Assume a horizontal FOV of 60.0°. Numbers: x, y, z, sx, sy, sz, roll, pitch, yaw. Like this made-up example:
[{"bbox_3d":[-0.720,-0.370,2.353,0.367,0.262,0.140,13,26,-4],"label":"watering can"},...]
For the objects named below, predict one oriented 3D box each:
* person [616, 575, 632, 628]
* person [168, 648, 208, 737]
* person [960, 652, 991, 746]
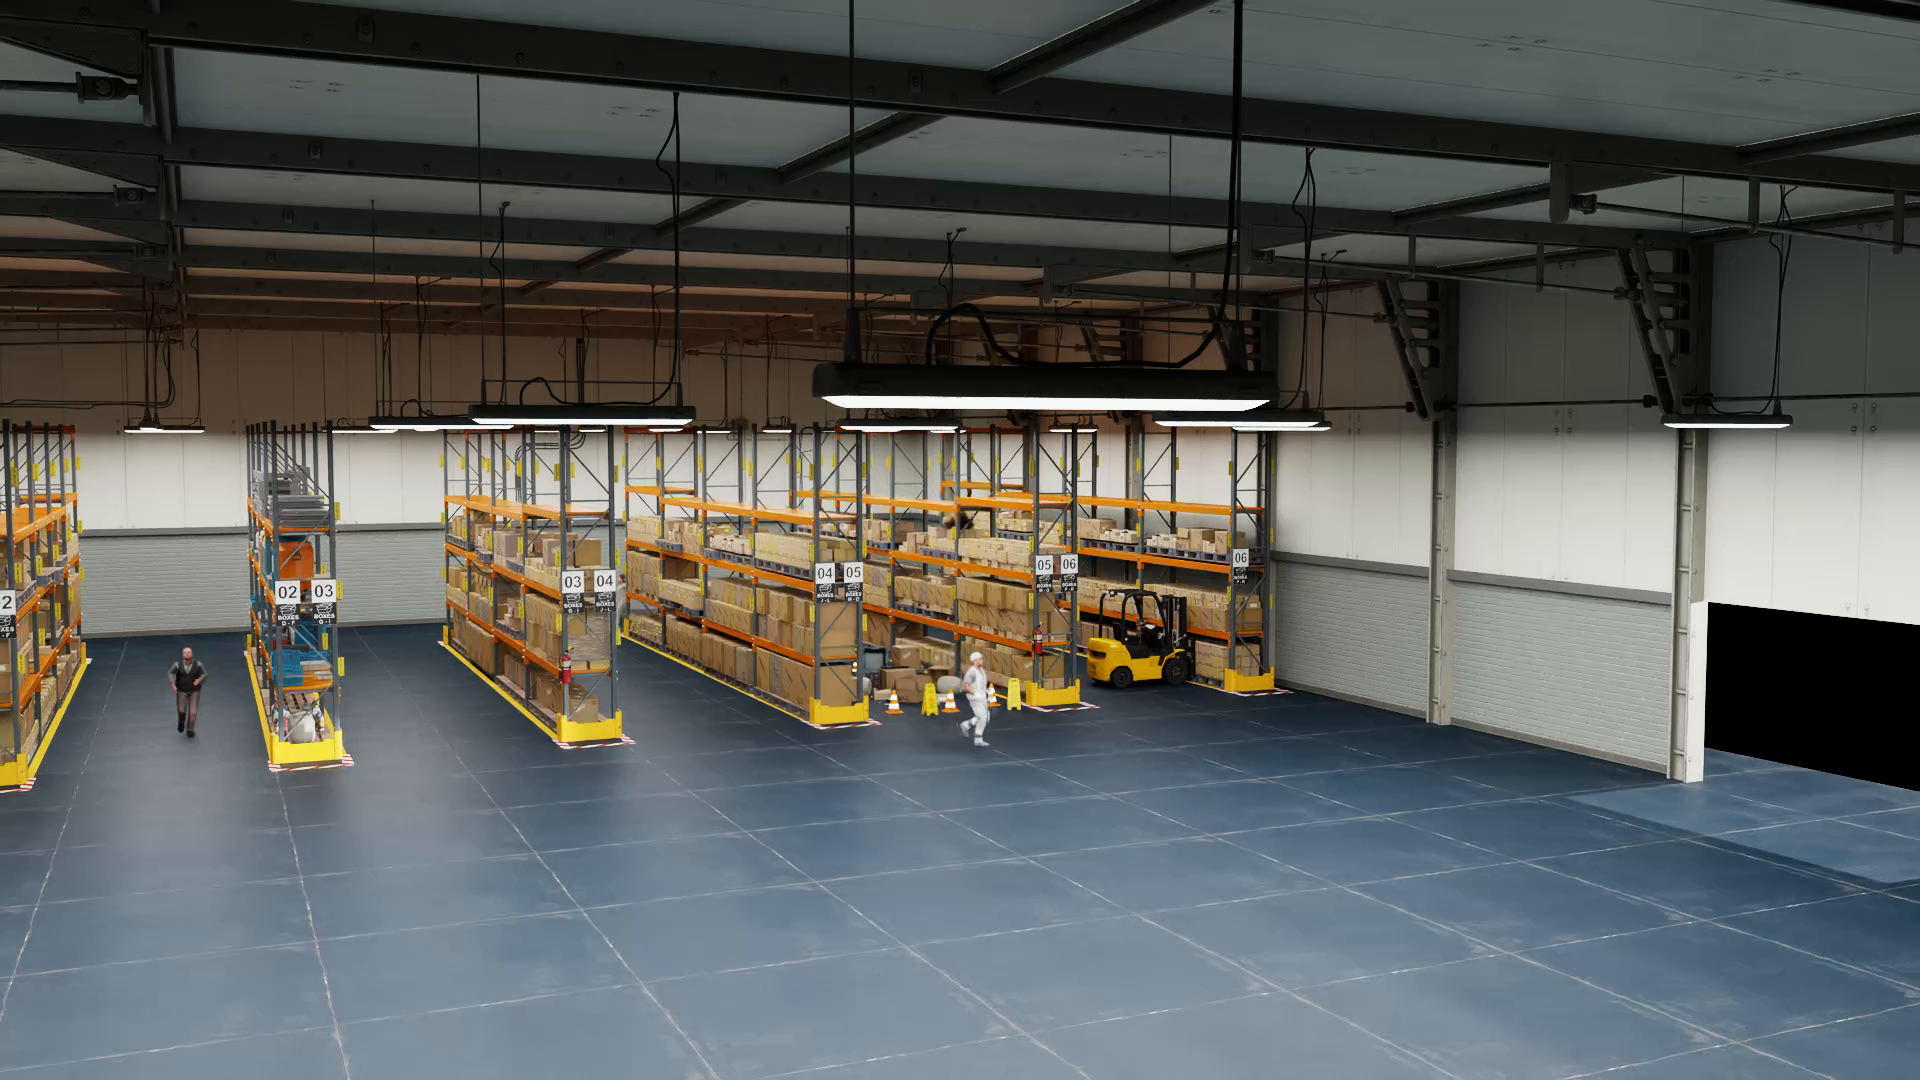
[{"bbox_3d":[-9.885,1.841,48.763,0.936,1.662,0.606,-2,4,-33],"label":"person"},{"bbox_3d":[-14.662,2.899,31.597,0.703,1.694,0.542,-2,4,-25],"label":"person"},{"bbox_3d":[0.255,2.931,30.705,0.637,1.742,0.702,2,4,26],"label":"person"}]
